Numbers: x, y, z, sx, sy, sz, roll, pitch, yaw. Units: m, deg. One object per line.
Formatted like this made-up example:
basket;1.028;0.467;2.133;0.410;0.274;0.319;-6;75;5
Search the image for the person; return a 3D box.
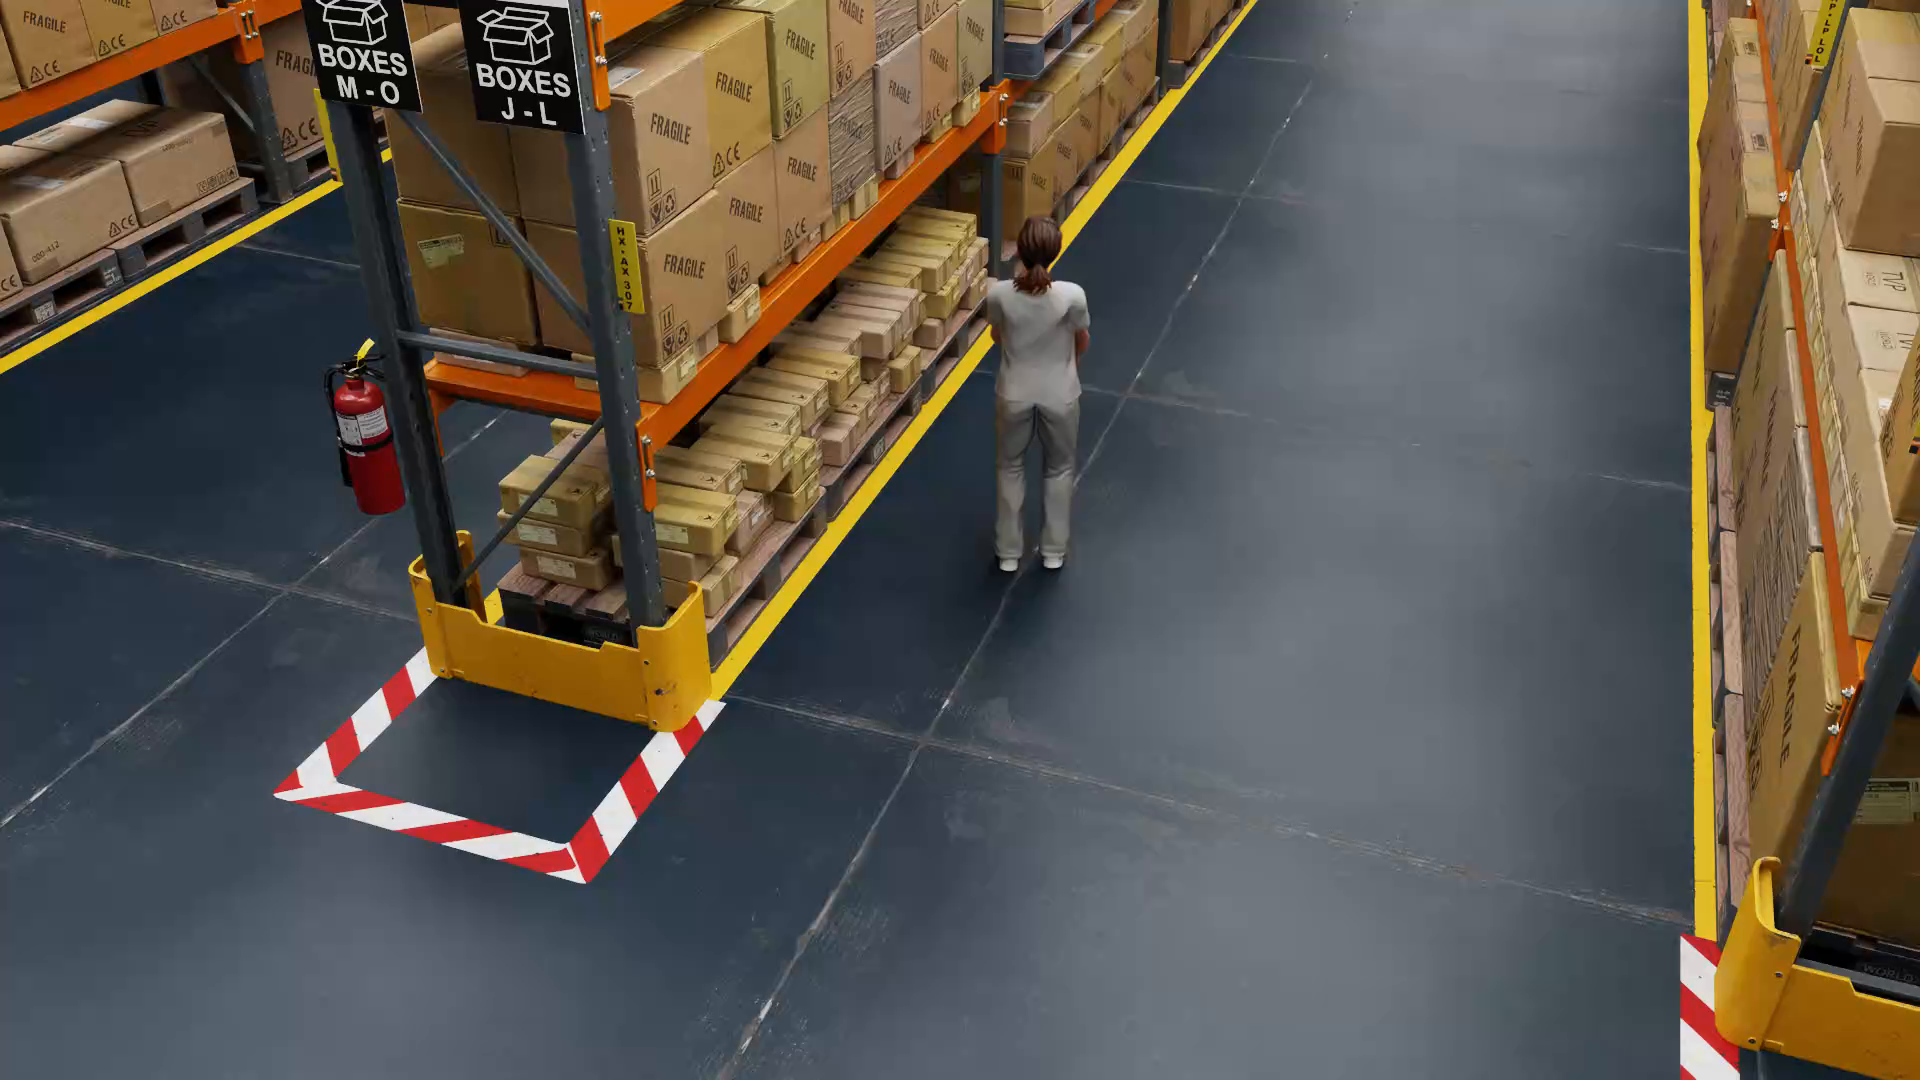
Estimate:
person;0.331;-0.638;7.121;0.431;1.668;0.535;4;34;6
